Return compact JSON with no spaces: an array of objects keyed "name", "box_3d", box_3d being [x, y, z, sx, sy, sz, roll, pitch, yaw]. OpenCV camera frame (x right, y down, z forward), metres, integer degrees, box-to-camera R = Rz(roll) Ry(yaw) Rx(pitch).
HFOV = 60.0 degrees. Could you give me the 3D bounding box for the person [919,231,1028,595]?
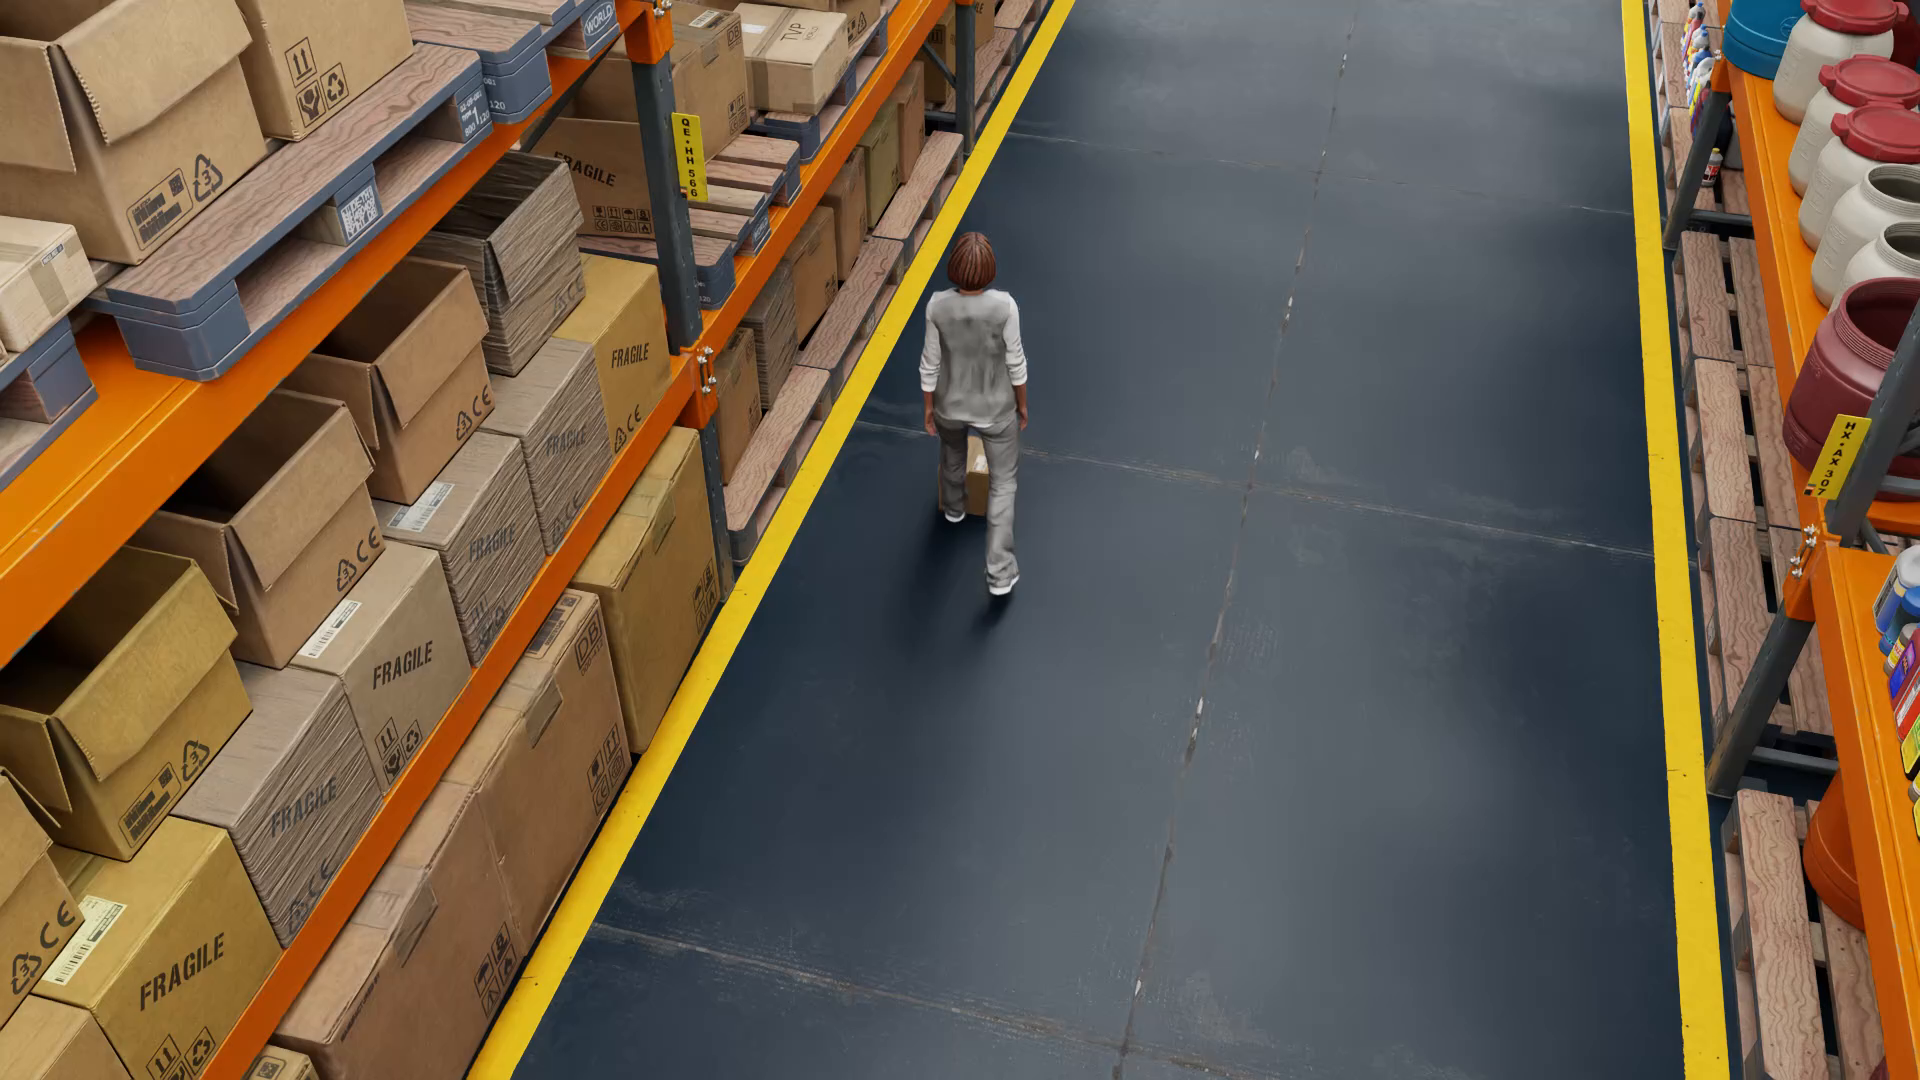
[{"name":"person","box_3d":[0.066,-0.560,6.783,0.450,1.567,0.807,6,42,7]}]
